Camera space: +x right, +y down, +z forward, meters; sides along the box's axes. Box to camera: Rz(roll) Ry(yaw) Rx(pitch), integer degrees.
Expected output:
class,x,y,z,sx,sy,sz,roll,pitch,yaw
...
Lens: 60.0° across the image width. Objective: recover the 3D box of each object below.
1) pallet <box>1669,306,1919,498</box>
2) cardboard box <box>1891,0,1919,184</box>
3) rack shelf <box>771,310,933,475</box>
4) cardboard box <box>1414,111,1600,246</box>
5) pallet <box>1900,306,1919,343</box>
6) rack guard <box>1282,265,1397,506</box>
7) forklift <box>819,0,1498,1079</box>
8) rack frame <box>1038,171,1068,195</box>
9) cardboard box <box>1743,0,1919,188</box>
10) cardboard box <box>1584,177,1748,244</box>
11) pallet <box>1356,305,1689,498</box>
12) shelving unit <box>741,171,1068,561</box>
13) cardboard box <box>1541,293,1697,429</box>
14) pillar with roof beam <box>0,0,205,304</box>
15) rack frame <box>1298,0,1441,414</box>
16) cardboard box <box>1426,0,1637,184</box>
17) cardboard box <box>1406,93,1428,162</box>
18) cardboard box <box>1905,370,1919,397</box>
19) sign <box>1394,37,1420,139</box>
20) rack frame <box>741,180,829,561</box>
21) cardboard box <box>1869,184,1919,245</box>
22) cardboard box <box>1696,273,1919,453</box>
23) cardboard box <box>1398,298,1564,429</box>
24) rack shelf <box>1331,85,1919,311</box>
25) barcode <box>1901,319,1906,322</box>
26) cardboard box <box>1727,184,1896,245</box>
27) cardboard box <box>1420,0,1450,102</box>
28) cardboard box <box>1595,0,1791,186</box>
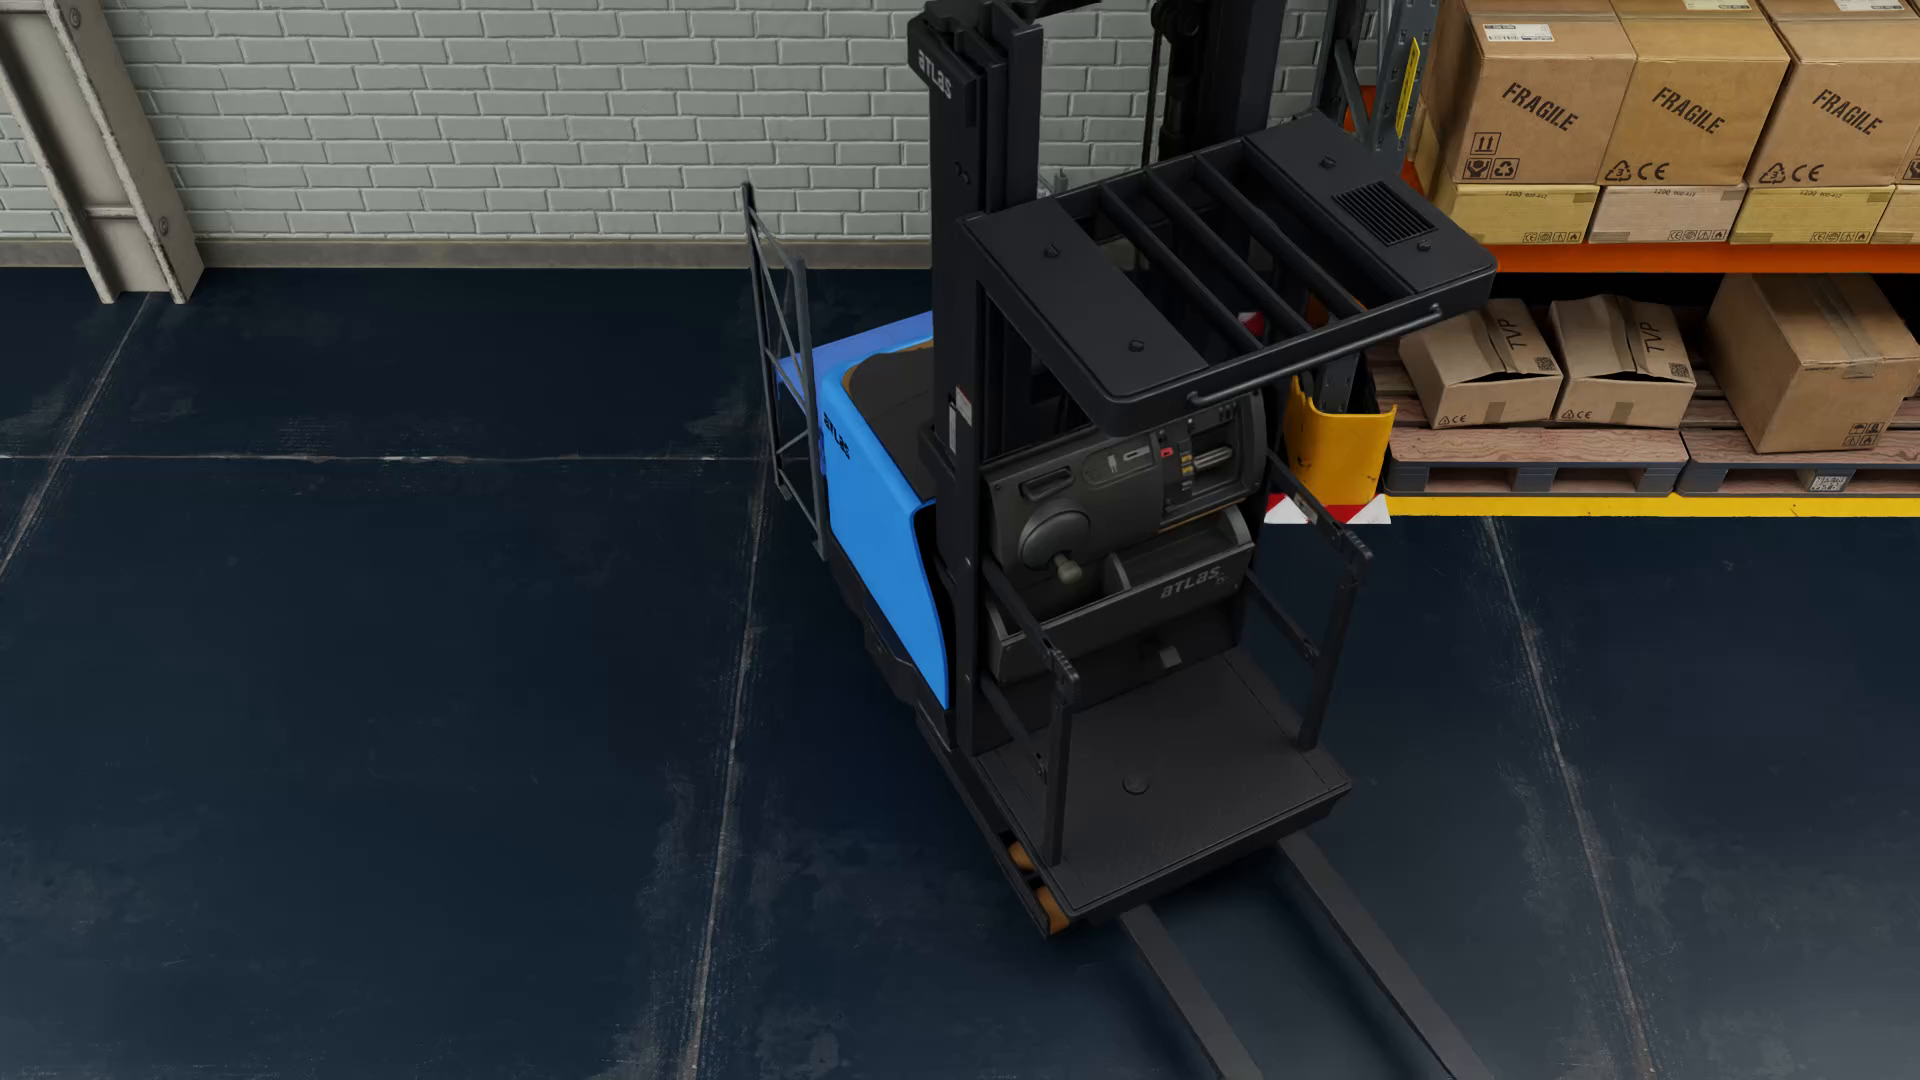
class,x,y,z,sx,sy,sz,roll,pitch,yaw
pallet,3.584,-0.611,7.174,1.213,0.211,1.003,0,47,0
cardboard box,3.482,-1.577,5.745,0.500,0.500,0.500,1,47,1
rack shelf,-0.195,-0.641,6.567,1.000,0.185,0.538,-20,50,-18
cardboard box,1.966,-1.317,6.015,0.500,0.250,0.500,-1,47,-1
pallet,4.807,-0.610,7.173,1.213,0.211,1.003,0,47,0
rack guard,1.555,-0.743,7.100,0.348,0.500,1.175,0,47,0
forklift,0.609,-0.071,4.814,1.130,2.935,3.031,-21,50,-18
rack frame,0.258,-0.932,6.593,0.032,1.500,0.500,-20,50,-18
cardboard box,2.966,-1.570,5.739,0.500,0.500,0.500,-1,47,-1
cardboard box,2.485,-1.326,6.024,0.500,0.250,0.500,-1,47,-1
pallet,2.367,-0.616,7.179,1.213,0.211,1.003,0,47,0
shelving unit,-0.195,-0.763,6.436,1.048,1.500,0.538,-20,50,-18
cardboard box,2.741,-0.759,6.944,0.500,0.311,0.500,4,47,3
pillar with roof beam,-3.834,-1.135,1.659,0.400,9.000,9.100,0,47,0
rack frame,1.479,-1.595,6.185,0.127,3.000,1.000,0,47,0
cardboard box,1.955,-1.585,5.752,0.500,0.500,0.500,0,47,0
cardboard box,1.947,-1.691,6.364,0.500,0.250,0.500,1,47,1
cardboard box,3.880,-0.781,7.075,0.250,0.149,0.380,-3,47,-3
sign,1.477,-1.493,5.499,0.005,0.325,0.100,0,47,0
rack frame,-0.648,-0.595,6.279,0.032,1.500,0.500,-20,50,-18
cardboard box,3.500,-1.317,6.015,0.500,0.250,0.500,1,47,1
cardboard box,3.474,-0.785,6.839,0.500,0.500,0.700,-3,47,-2
cardboard box,2.170,-0.761,6.945,0.500,0.311,0.500,-5,47,-4
rack shelf,3.479,-1.344,6.443,4.000,0.370,1.077,0,47,0
barcode,4.009,-0.921,7.129,0.075,0.075,0.001,0,47,0
cardboard box,2.994,-1.320,6.018,0.500,0.250,0.500,-1,47,0
cardboard box,1.951,-1.960,6.102,0.500,0.500,0.500,0,47,0
cardboard box,2.449,-1.576,5.744,0.500,0.500,0.500,0,47,0
